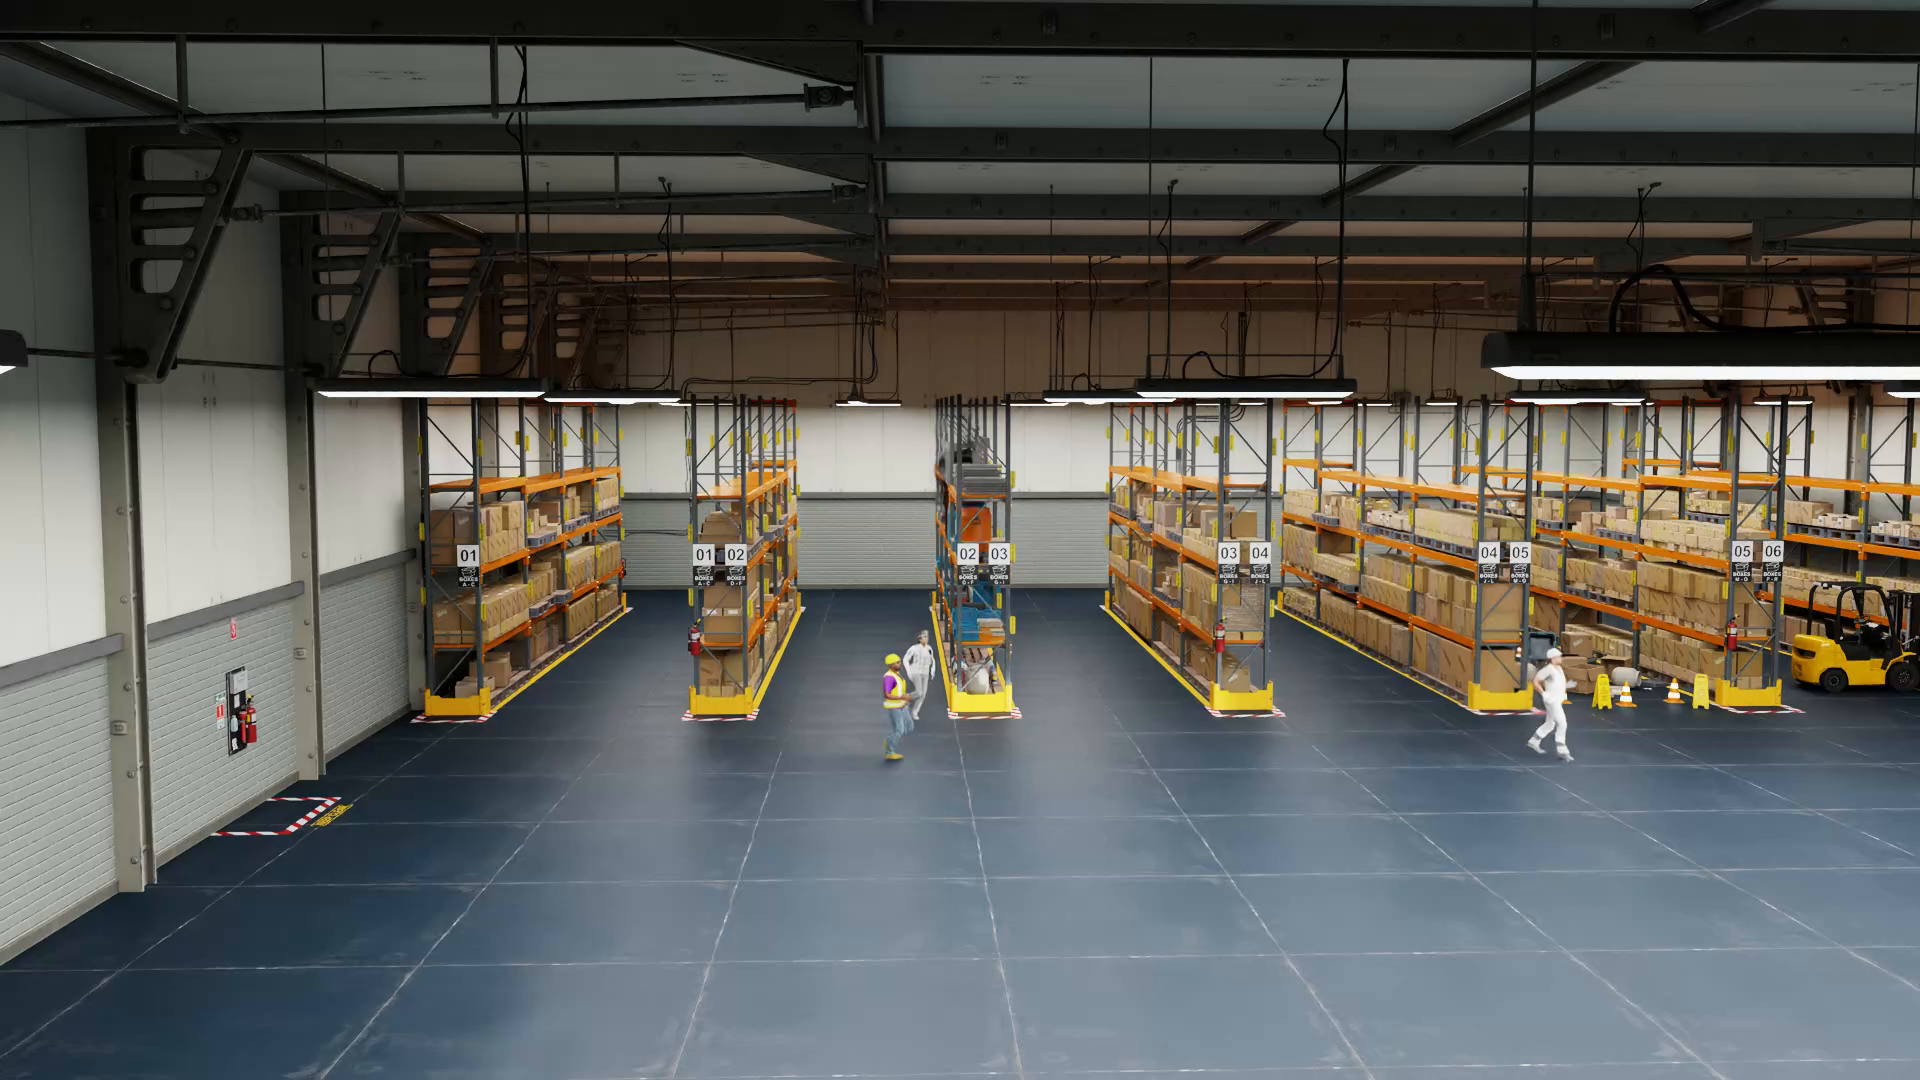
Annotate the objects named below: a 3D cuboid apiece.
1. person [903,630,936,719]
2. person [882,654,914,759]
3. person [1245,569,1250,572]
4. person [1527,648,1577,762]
[{"bbox_3d":[-0.721,2.482,30.890,0.650,1.620,0.516,-3,5,-31],"label":"person"},{"bbox_3d":[-0.999,2.716,27.143,0.582,1.721,0.688,1,5,15],"label":"person"},{"bbox_3d":[7.480,1.464,43.116,0.570,1.723,0.871,0,5,-6],"label":"person"},{"bbox_3d":[9.702,2.679,27.218,0.814,1.824,0.640,3,5,35],"label":"person"}]
